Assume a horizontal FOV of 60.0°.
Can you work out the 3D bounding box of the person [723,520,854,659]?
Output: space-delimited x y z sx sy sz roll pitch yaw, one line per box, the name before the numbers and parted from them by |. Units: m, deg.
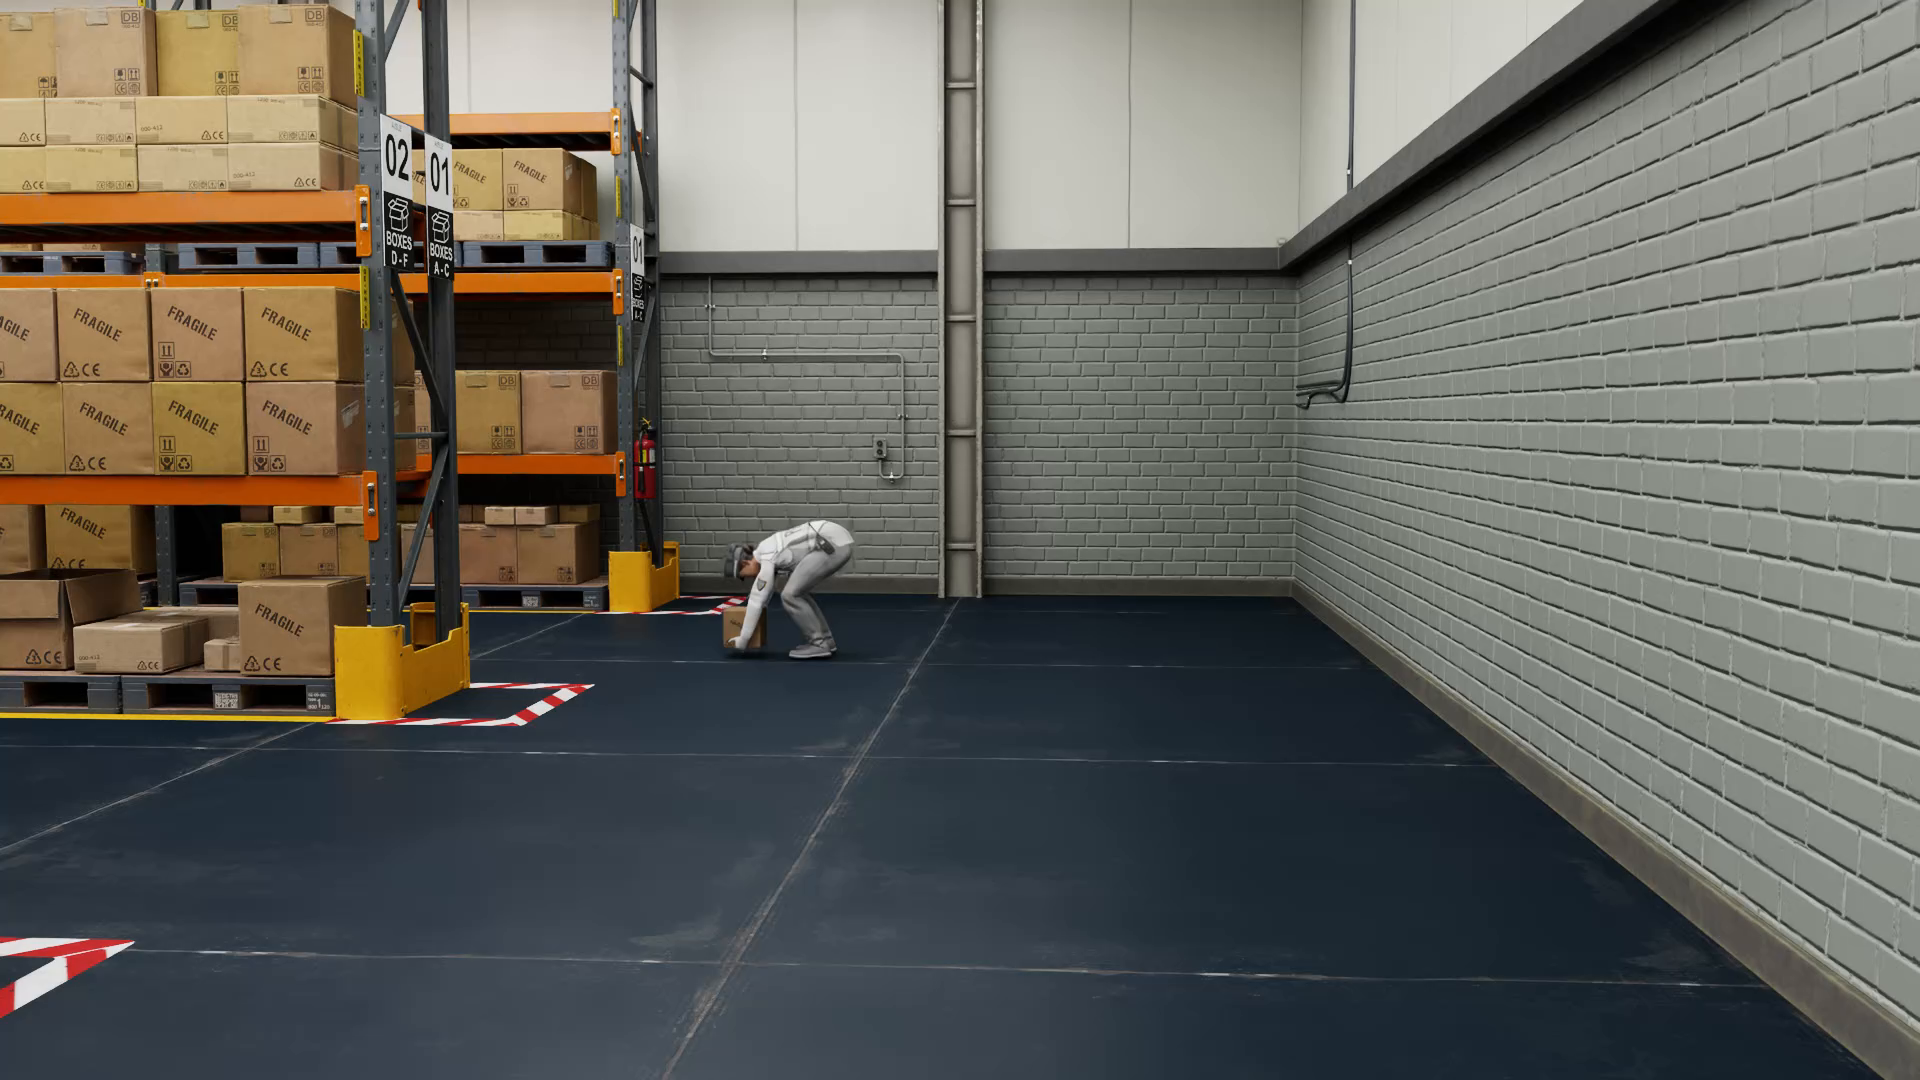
person | -1.154 0.330 11.223 0.882 0.919 0.457 0 4 1
